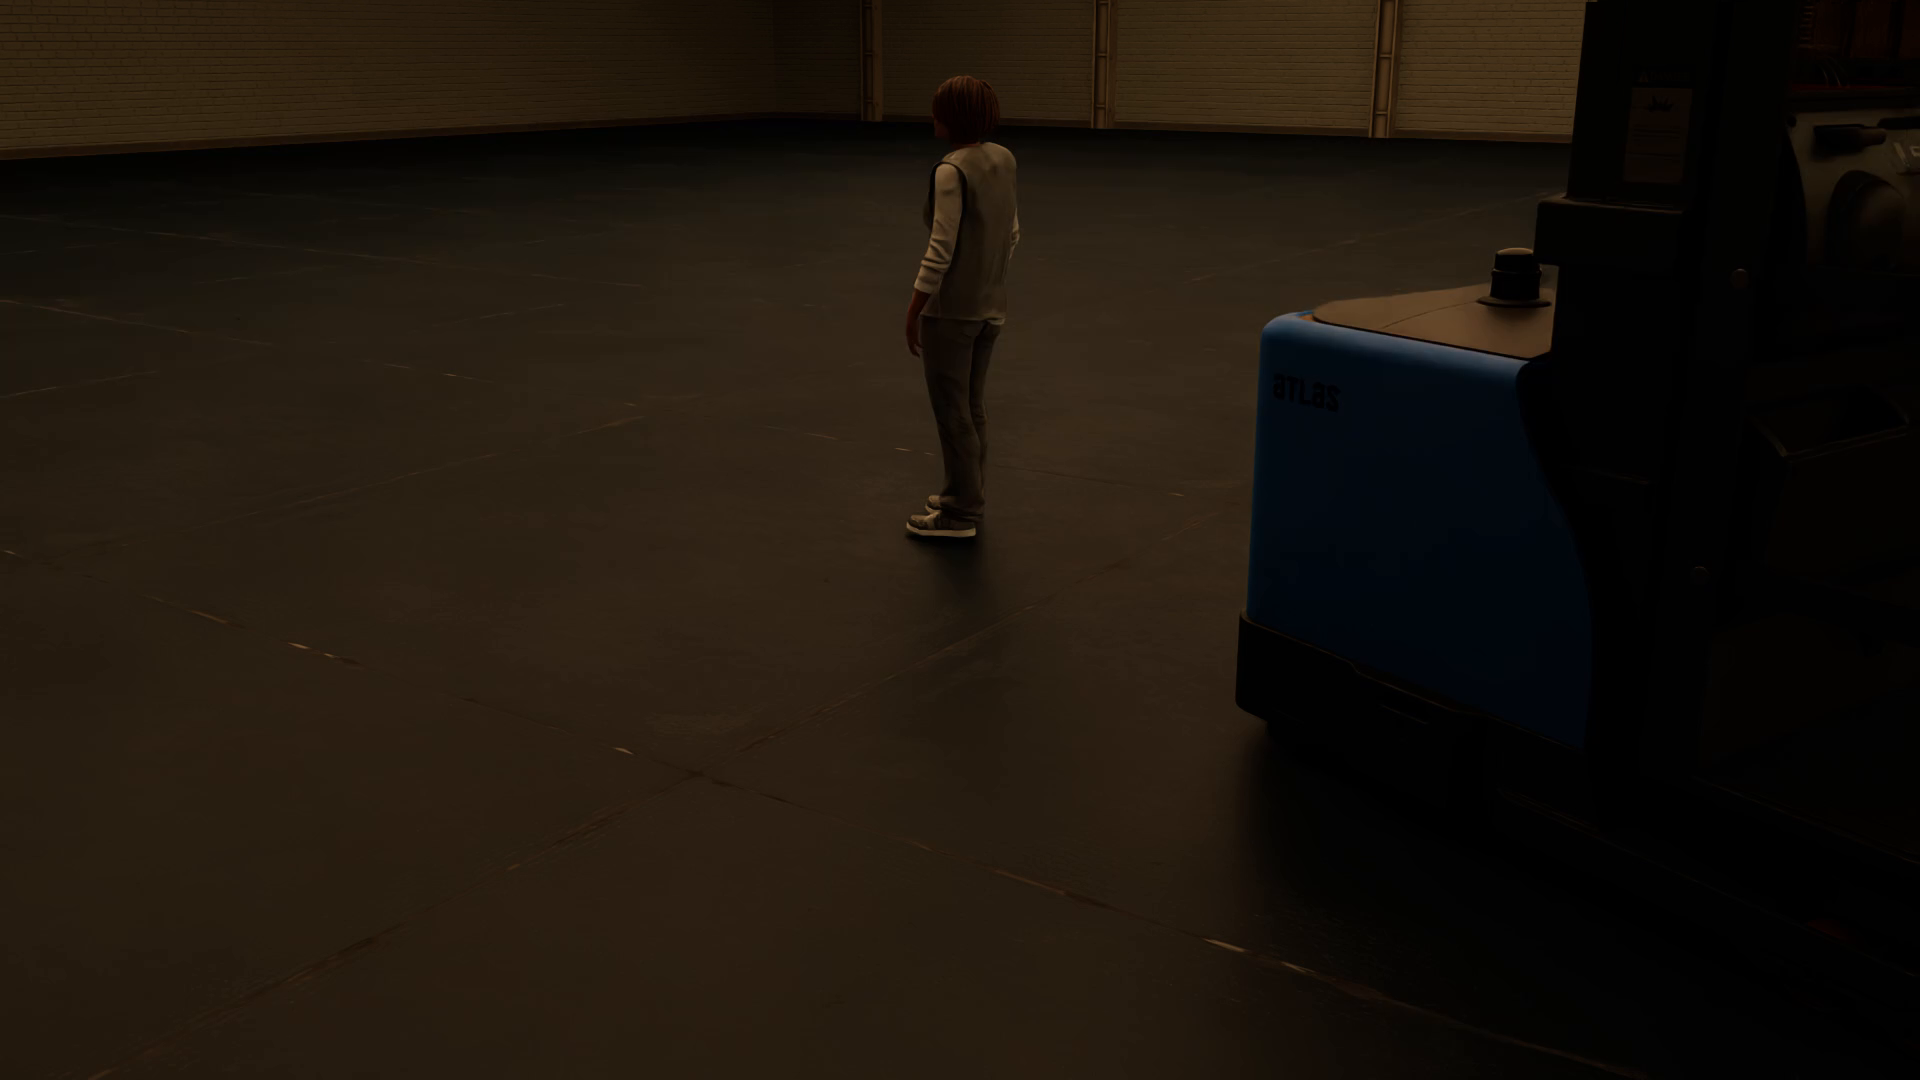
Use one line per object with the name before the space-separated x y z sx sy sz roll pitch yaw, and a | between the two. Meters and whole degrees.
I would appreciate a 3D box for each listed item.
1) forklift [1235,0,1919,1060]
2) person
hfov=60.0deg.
forklift | 1.958 -0.649 3.003 1.130 2.935 3.031 -11 20 -33
person | -0.053 -0.787 5.768 0.475 1.596 0.521 11 20 33
